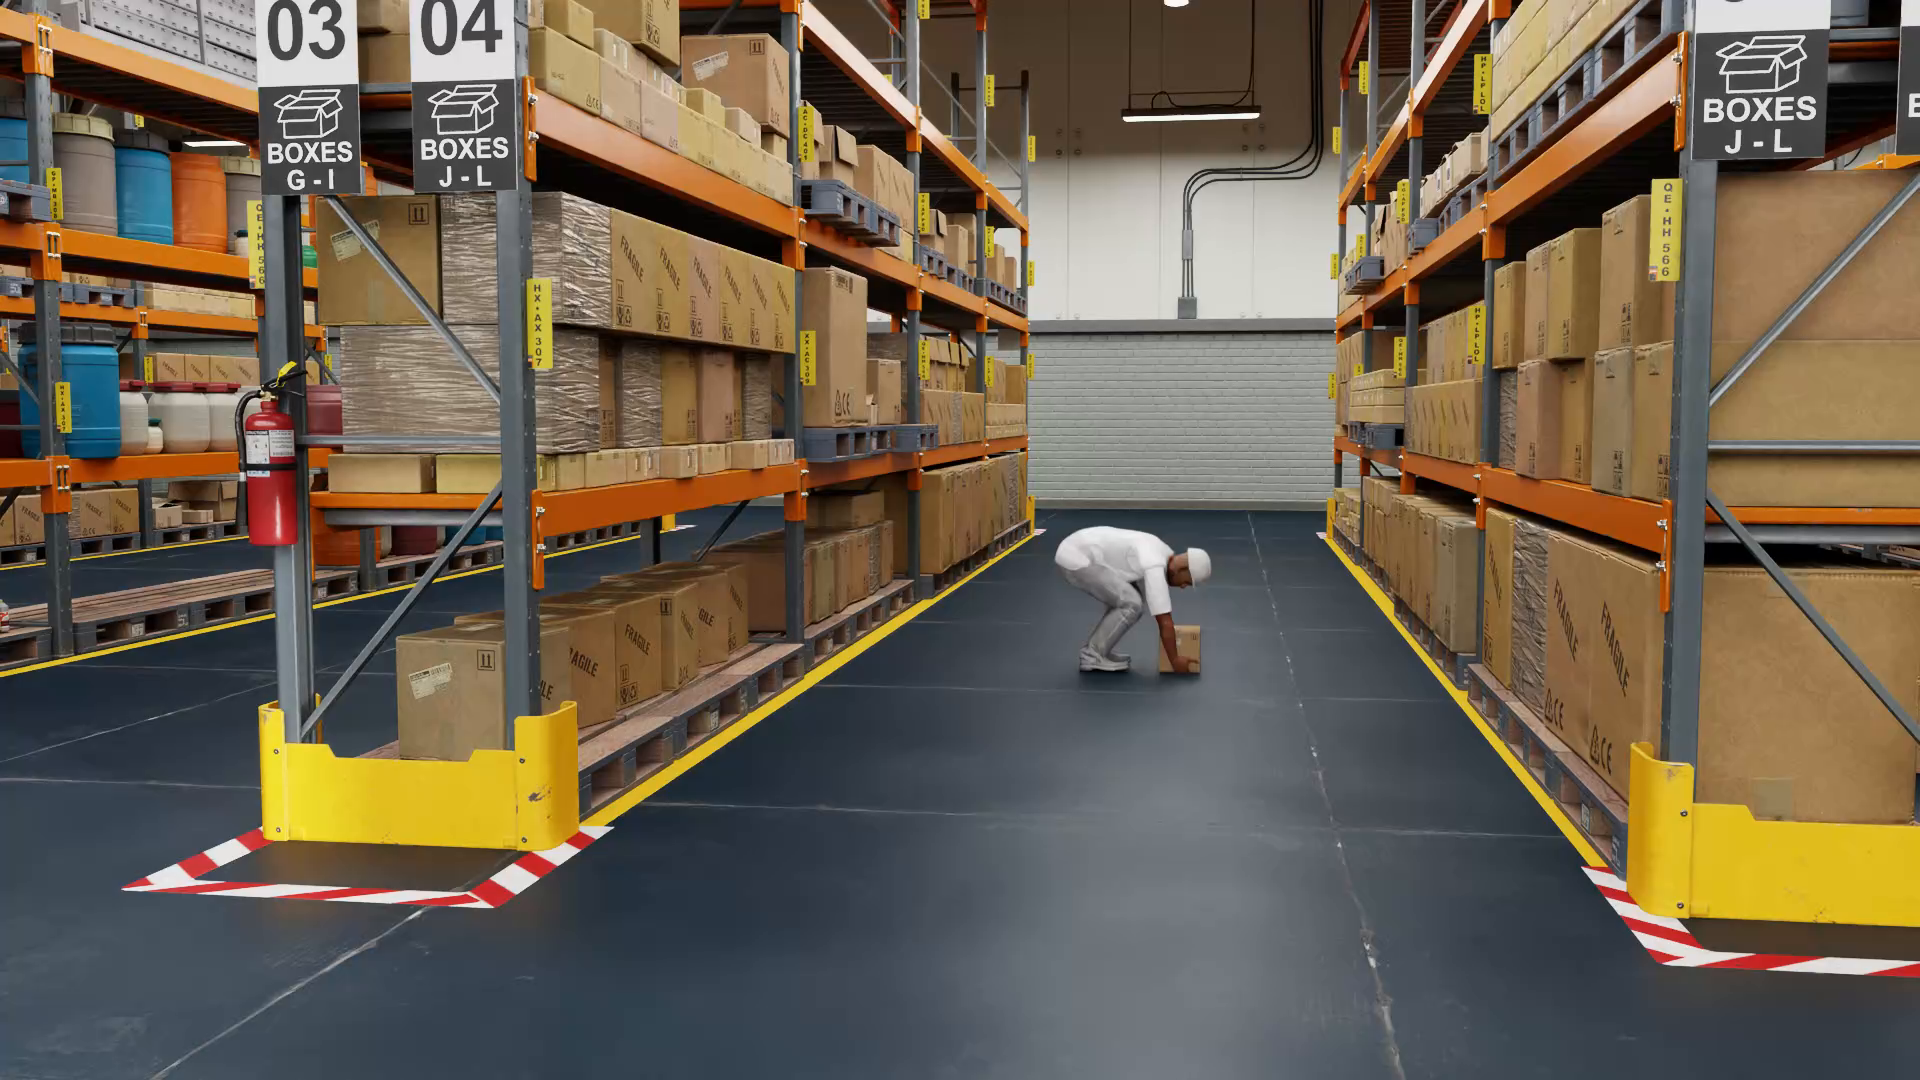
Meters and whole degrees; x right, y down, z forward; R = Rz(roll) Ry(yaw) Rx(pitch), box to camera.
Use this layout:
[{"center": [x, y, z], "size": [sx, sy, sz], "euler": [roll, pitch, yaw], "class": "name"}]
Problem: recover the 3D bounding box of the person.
[{"center": [1.083, 0.366, 10.445], "size": [0.977, 0.907, 0.511], "euler": [0, 4, 6], "class": "person"}]
